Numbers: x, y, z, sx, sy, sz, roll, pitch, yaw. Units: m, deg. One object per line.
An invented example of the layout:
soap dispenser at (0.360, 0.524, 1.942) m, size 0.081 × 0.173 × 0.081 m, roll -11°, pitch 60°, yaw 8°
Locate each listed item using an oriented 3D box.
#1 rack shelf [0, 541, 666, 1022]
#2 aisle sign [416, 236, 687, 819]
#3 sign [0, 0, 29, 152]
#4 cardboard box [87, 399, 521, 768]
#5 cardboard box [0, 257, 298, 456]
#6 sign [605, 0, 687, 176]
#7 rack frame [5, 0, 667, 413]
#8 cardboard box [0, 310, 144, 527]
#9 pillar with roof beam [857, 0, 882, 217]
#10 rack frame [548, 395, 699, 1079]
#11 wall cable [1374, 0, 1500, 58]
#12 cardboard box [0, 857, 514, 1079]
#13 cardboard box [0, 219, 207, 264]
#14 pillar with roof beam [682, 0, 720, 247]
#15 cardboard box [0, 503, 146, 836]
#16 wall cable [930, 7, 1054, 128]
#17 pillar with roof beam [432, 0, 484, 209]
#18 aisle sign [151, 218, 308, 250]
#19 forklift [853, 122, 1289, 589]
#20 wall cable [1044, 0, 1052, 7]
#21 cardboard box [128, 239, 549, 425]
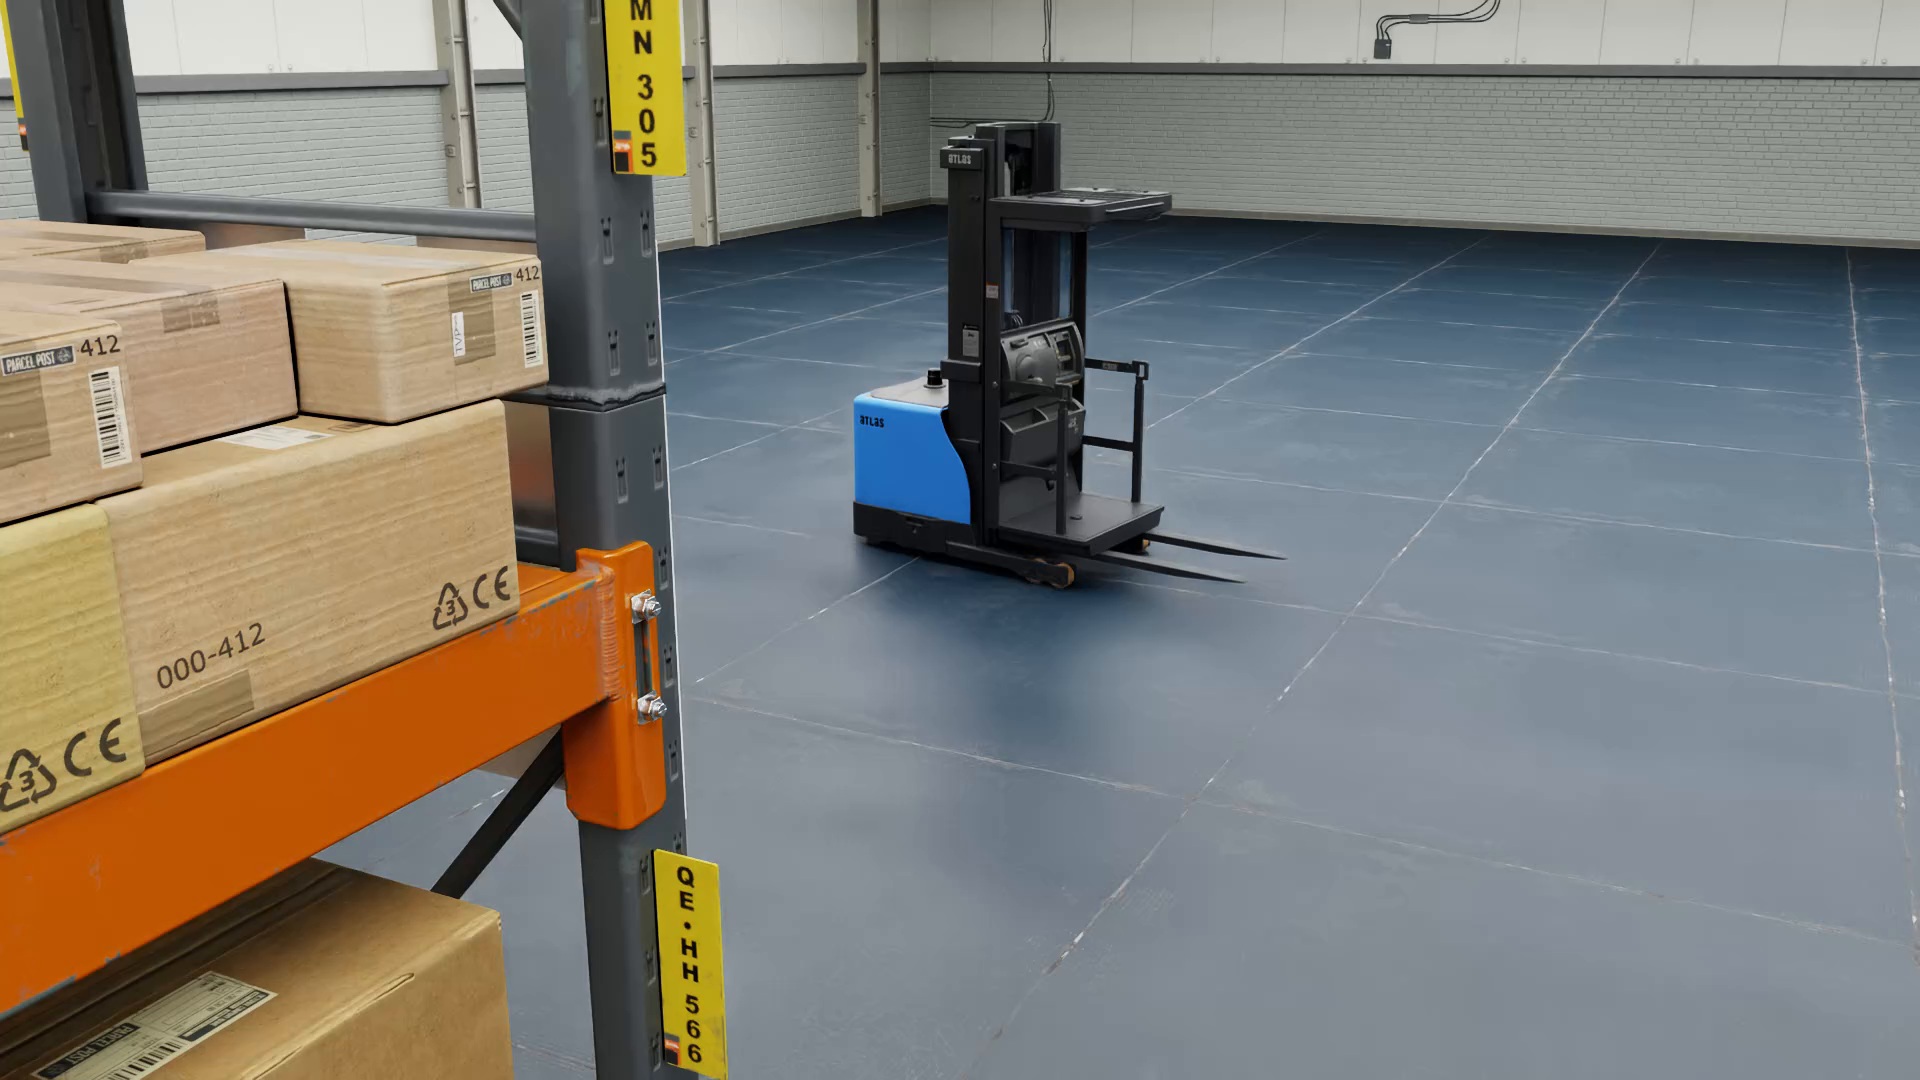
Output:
rack shelf at (-1.742, 0.621, 0.661) m, size 1.077 × 0.370 × 4.000 m, roll 8°, pitch 18°, yaw 25°
aisle sign at (-0.553, -0.019, 2.256) m, size 0.394 × 0.787 × 0.004 m, roll 8°, pitch 18°, yaw 25°
sign at (-1.334, -0.722, 2.382) m, size 0.100 × 0.325 × 0.005 m, roll 8°, pitch 18°, yaw 25°
cardboard box at (-0.837, -0.007, 1.773) m, size 0.500 × 0.250 × 0.500 m, roll 9°, pitch 19°, yaw 27°
cardboard box at (-0.915, -0.191, 1.694) m, size 0.380 × 0.149 × 0.250 m, roll 7°, pitch 18°, yaw 24°
sign at (-0.361, -0.582, 1.893) m, size 0.100 × 0.325 × 0.005 m, roll 8°, pitch 18°, yaw 25°
rack frame at (-0.849, -1.671, 1.847) m, size 1.000 × 3.000 × 0.127 m, roll 8°, pitch 18°, yaw 25°
cardboard box at (-0.939, -0.107, 1.412) m, size 0.380 × 0.149 × 0.250 m, roll 7°, pitch 18°, yaw 23°
pillar with roof beam at (1.982, -10.594, 31.887) m, size 9.100 × 9.000 × 0.400 m, roll 8°, pitch 18°, yaw 25°
rack frame at (-0.849, 1.204, 2.701) m, size 1.000 × 3.000 × 0.127 m, roll 8°, pitch 18°, yaw 25°
wall cable at (9.116, -12.142, 31.127) m, size 2.305 × 6.003 × 0.169 m, roll 8°, pitch 18°, yaw 25°
cardboard box at (-0.873, 0.706, 1.925) m, size 0.500 × 0.500 × 0.500 m, roll 8°, pitch 18°, yaw 25°
cardboard box at (-1.179, -0.312, 2.102) m, size 0.380 × 0.149 × 0.250 m, roll 8°, pitch 18°, yaw 25°
pillar with roof beam at (-0.699, -9.066, 26.742) m, size 9.100 × 9.000 × 0.400 m, roll 8°, pitch 18°, yaw 25°
cardboard box at (-1.057, 0.121, 1.344) m, size 0.500 × 0.250 × 0.500 m, roll 8°, pitch 18°, yaw 26°
wall cable at (0.631, -10.235, 36.133) m, size 3.097 × 2.526 × 0.112 m, roll 8°, pitch 18°, yaw 25°
pillar with roof beam at (-3.380, -7.537, 21.596) m, size 9.100 × 9.000 × 0.400 m, roll 8°, pitch 18°, yaw 25°
aisle sign at (-1.089, -0.096, 2.513) m, size 0.394 × 0.787 × 0.004 m, roll 8°, pitch 18°, yaw 25°
forklift at (0.730, -1.257, 11.107) m, size 3.031 × 2.935 × 1.130 m, roll 11°, pitch 20°, yaw 34°
wall cable at (3.051, -12.312, 34.256) m, size 3.097 × 2.526 × 0.112 m, roll 8°, pitch 18°, yaw 25°
cardboard box at (-0.694, -0.242, 1.867) m, size 0.380 × 0.149 × 0.250 m, roll 8°, pitch 18°, yaw 25°
